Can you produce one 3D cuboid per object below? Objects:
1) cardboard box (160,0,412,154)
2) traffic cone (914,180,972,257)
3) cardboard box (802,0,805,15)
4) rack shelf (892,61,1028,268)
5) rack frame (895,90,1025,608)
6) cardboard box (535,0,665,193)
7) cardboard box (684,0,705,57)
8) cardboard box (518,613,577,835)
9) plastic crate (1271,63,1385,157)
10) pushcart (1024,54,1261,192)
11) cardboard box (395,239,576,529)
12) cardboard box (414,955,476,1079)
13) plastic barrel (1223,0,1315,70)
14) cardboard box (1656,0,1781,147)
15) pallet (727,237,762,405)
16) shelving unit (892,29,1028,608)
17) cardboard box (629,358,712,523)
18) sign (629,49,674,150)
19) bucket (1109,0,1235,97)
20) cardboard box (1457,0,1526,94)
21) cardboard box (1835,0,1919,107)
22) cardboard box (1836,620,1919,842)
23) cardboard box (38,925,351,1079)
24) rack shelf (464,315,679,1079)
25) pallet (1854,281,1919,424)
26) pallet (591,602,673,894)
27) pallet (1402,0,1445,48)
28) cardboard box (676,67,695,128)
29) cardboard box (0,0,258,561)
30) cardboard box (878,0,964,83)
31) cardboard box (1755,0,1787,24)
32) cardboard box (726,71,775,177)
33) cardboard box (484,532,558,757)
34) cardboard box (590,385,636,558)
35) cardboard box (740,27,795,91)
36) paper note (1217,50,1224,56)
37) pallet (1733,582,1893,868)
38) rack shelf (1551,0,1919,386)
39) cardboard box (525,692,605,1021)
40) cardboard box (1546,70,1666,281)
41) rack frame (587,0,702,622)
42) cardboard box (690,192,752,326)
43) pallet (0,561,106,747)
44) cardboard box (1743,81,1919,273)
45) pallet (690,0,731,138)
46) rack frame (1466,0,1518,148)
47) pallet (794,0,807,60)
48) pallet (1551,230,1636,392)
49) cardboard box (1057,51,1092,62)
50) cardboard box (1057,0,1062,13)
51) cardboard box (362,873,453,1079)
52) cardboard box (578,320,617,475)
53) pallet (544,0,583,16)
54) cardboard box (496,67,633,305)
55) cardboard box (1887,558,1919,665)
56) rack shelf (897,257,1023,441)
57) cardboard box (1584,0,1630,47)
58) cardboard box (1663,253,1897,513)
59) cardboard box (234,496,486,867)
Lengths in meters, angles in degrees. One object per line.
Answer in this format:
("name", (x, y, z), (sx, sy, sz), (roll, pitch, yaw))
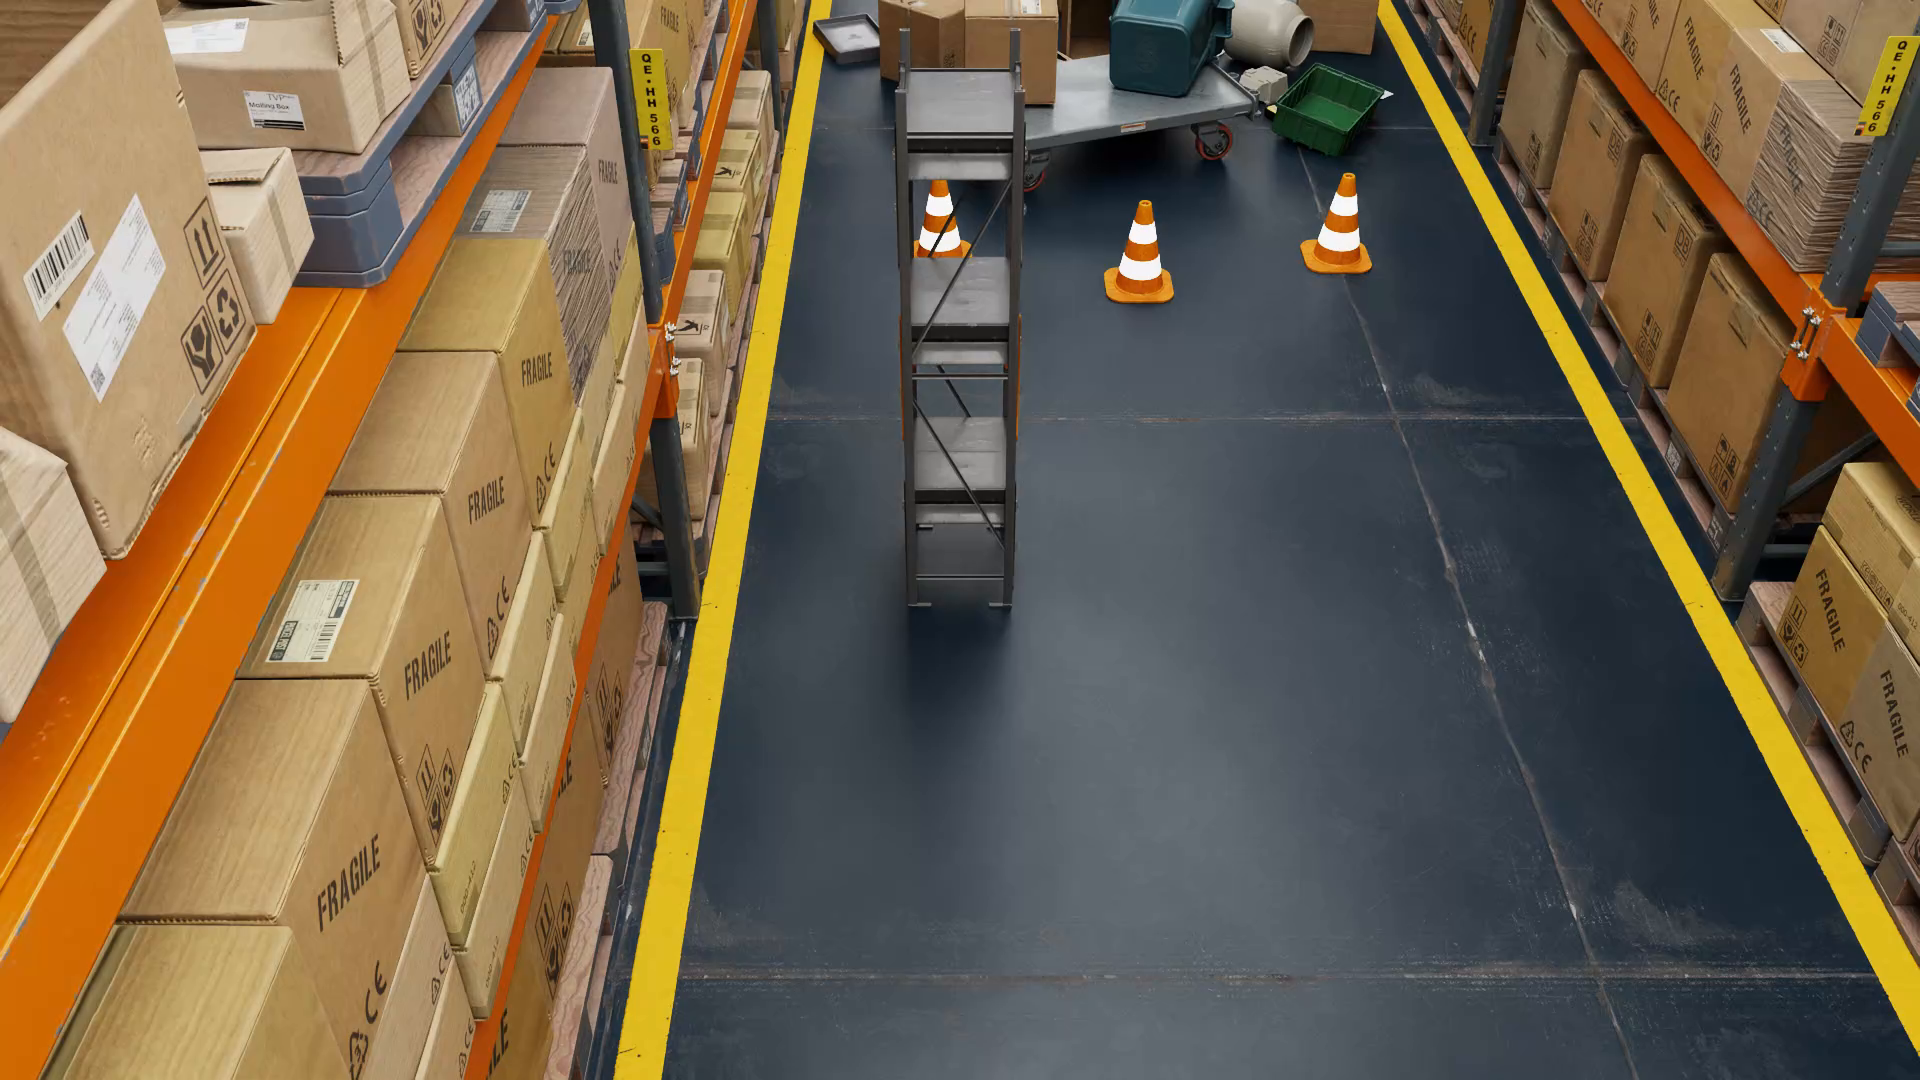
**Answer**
("cardboard box", (-1.150, -0.821, 2.748), (0.396, 0.266, 0.258), (3, 39, 4))
("traffic cone", (-0.106, -1.634, 8.419), (0.336, 0.463, 0.334), (0, 39, 0))
("cardboard box", (-1.253, -3.524, 10.612), (0.500, 0.250, 0.500), (-1, 39, -1))
("rack shelf", (0.000, -1.251, 5.535), (0.431, 0.518, 0.480), (0, 39, 0))
("rack frame", (0.000, -0.563, 5.774), (0.400, 2.100, 0.015), (0, 39, 0))
("cardboard box", (-1.271, -1.498, 5.567), (0.500, 0.500, 0.500), (-1, 39, -1))
("cardboard box", (-1.286, -2.156, 6.388), (0.500, 0.500, 0.500), (1, 39, 1))
("cardboard box", (-1.212, 0.431, 3.934), (0.500, 0.250, 0.500), (-1, 39, -1))
("plastic crate", (2.133, -2.498, 9.672), (0.450, 0.188, 0.662), (27, 45, 16))
("pushcart", (0.773, -2.408, 9.454), (1.648, 0.377, 0.936), (-13, 40, -16))
("cardboard box", (-1.237, -0.372, 3.936), (0.500, 0.500, 0.500), (0, 39, 0))
("cardboard box", (-1.236, 1.064, 3.144), (0.500, 0.250, 0.500), (-1, 39, -1))
("plastic barrel", (1.908, -3.168, 10.365), (0.512, 0.421, 0.421), (28, 46, 30))
("cardboard box", (3.179, -1.909, 6.654), (0.500, 0.500, 0.500), (-1, 39, -1))
("pallet", (-1.500, -1.059, 7.902), (1.003, 0.211, 1.213), (0, 39, 0))
("shelving unit", (0.000, -0.716, 5.964), (0.431, 2.100, 0.503), (0, 39, 0))
("cardboard box", (-1.493, -0.389, 6.602), (0.950, 0.372, 0.625), (-2, 39, -3))
("sign", (-0.947, -1.352, 5.112), (0.100, 0.325, 0.005), (0, 39, 0))
("bucket", (1.137, -2.865, 9.328), (0.726, 0.611, 0.620), (13, 50, 15))
("cardboard box", (3.512, -3.194, 9.700), (0.875, 0.875, 0.875), (1, 39, 1))
("cardboard box", (3.457, -1.674, 5.561), (0.700, 0.500, 0.500), (0, 39, 0))
("cardboard box", (3.197, 0.604, 5.260), (0.500, 0.500, 0.500), (0, 39, 0))
("cardboard box", (-1.211, 0.900, 2.349), (0.500, 0.500, 0.500), (0, 39, 0))
("rack shelf", (-1.500, 0.634, 4.135), (1.077, 0.370, 4.000), (0, 39, 0))
("pallet", (3.555, -0.444, 5.058), (1.213, 0.211, 1.003), (0, 39, 0))
("pallet", (-1.577, 0.684, 5.728), (1.003, 0.211, 1.213), (0, 39, 0))
("pallet", (3.516, -3.618, 11.096), (1.003, 0.211, 1.213), (0, 39, 0))
("cardboard box", (-1.217, -1.687, 6.321), (0.380, 0.149, 0.250), (0, 39, 0))
("cardboard box", (-1.209, -0.321, 1.937), (0.500, 0.500, 0.500), (-1, 39, -1))
("cardboard box", (-0.148, -3.095, 10.211), (0.500, 0.500, 0.500), (28, 46, 30))
("cardboard box", (3.452, -2.311, 6.356), (0.700, 0.500, 0.500), (-1, 39, -1))
("cardboard box", (-1.504, -2.209, 8.874), (0.950, 0.372, 0.625), (0, 39, 1))
("cardboard box", (-1.222, 0.234, 3.779), (0.500, 0.250, 0.500), (-1, 39, -1))
("cardboard box", (-1.226, -0.203, 4.725), (0.500, 0.250, 0.500), (1, 39, 1))
("cardboard box", (-1.238, -2.859, 9.782), (0.500, 0.250, 0.500), (-2, 39, -2))
("paper note", (1.611, -3.152, 10.665), (0.172, 0.023, 0.155), (13, 40, 15))
("pallet", (3.447, 0.613, 5.817), (1.003, 0.211, 1.213), (0, 39, 0))
("rack shelf", (3.445, -1.934, 7.340), (1.077, 0.370, 4.000), (0, 39, 0))
("cardboard box", (-1.588, 0.758, 4.769), (0.875, 0.875, 0.875), (0, 39, 1))
("cardboard box", (3.531, -1.760, 8.011), (1.050, 0.750, 0.750), (0, 39, 0))
("rack frame", (-1.502, -0.897, 5.471), (1.000, 3.000, 0.127), (0, 39, 0))
("cardboard box", (-1.497, -1.325, 7.770), (0.950, 0.372, 0.625), (1, 39, 1))
("pallet", (-1.548, -0.065, 2.187), (0.805, 0.209, 1.217), (-1, 39, -2))
("cardboard box", (3.178, -1.285, 5.874), (0.500, 0.500, 0.500), (0, 39, 0))
("pallet", (-1.546, -2.060, 7.076), (1.003, 0.211, 1.213), (0, 39, 0))
("rack frame", (3.443, -3.465, 8.676), (1.000, 3.000, 0.127), (0, 39, 0))
("pallet", (-1.547, -3.495, 10.943), (1.003, 0.211, 1.213), (0, 39, 0))
("pallet", (3.523, -1.130, 7.991), (1.003, 0.211, 1.213), (0, 39, 0))
("cardboard box", (0.638, -2.843, 10.085), (0.258, 0.266, 0.396), (-28, 46, -30))
("cardboard box", (1.022, -3.829, 11.126), (0.797, 0.503, 0.637), (-28, 46, -30))
("cardboard box", (-1.245, 0.866, 2.991), (0.500, 0.250, 0.500), (1, 39, 1))
("cardboard box", (-1.243, -0.411, 4.584), (0.500, 0.250, 0.500), (-1, 39, -1))
("pallet", (-1.449, -1.592, 4.090), (1.213, 0.211, 1.003), (2, 39, 2))
("cardboard box", (-1.240, -1.003, 4.724), (0.500, 0.500, 0.500), (-1, 39, -1))
("cardboard box", (3.207, 0.303, 5.036), (0.500, 0.250, 0.500), (0, 39, -1))
("rack shelf", (0.000, -0.705, 5.973), (0.431, 0.518, 0.480), (0, 39, 0))
("cardboard box", (3.174, -2.547, 7.450), (0.500, 0.500, 0.500), (0, 39, 0))
("cardboard box", (3.537, -0.631, 6.602), (1.050, 0.750, 0.750), (-1, 39, -1))
("cardboard box", (-1.237, 0.268, 3.138), (0.500, 0.500, 0.500), (-1, 39, -1))
